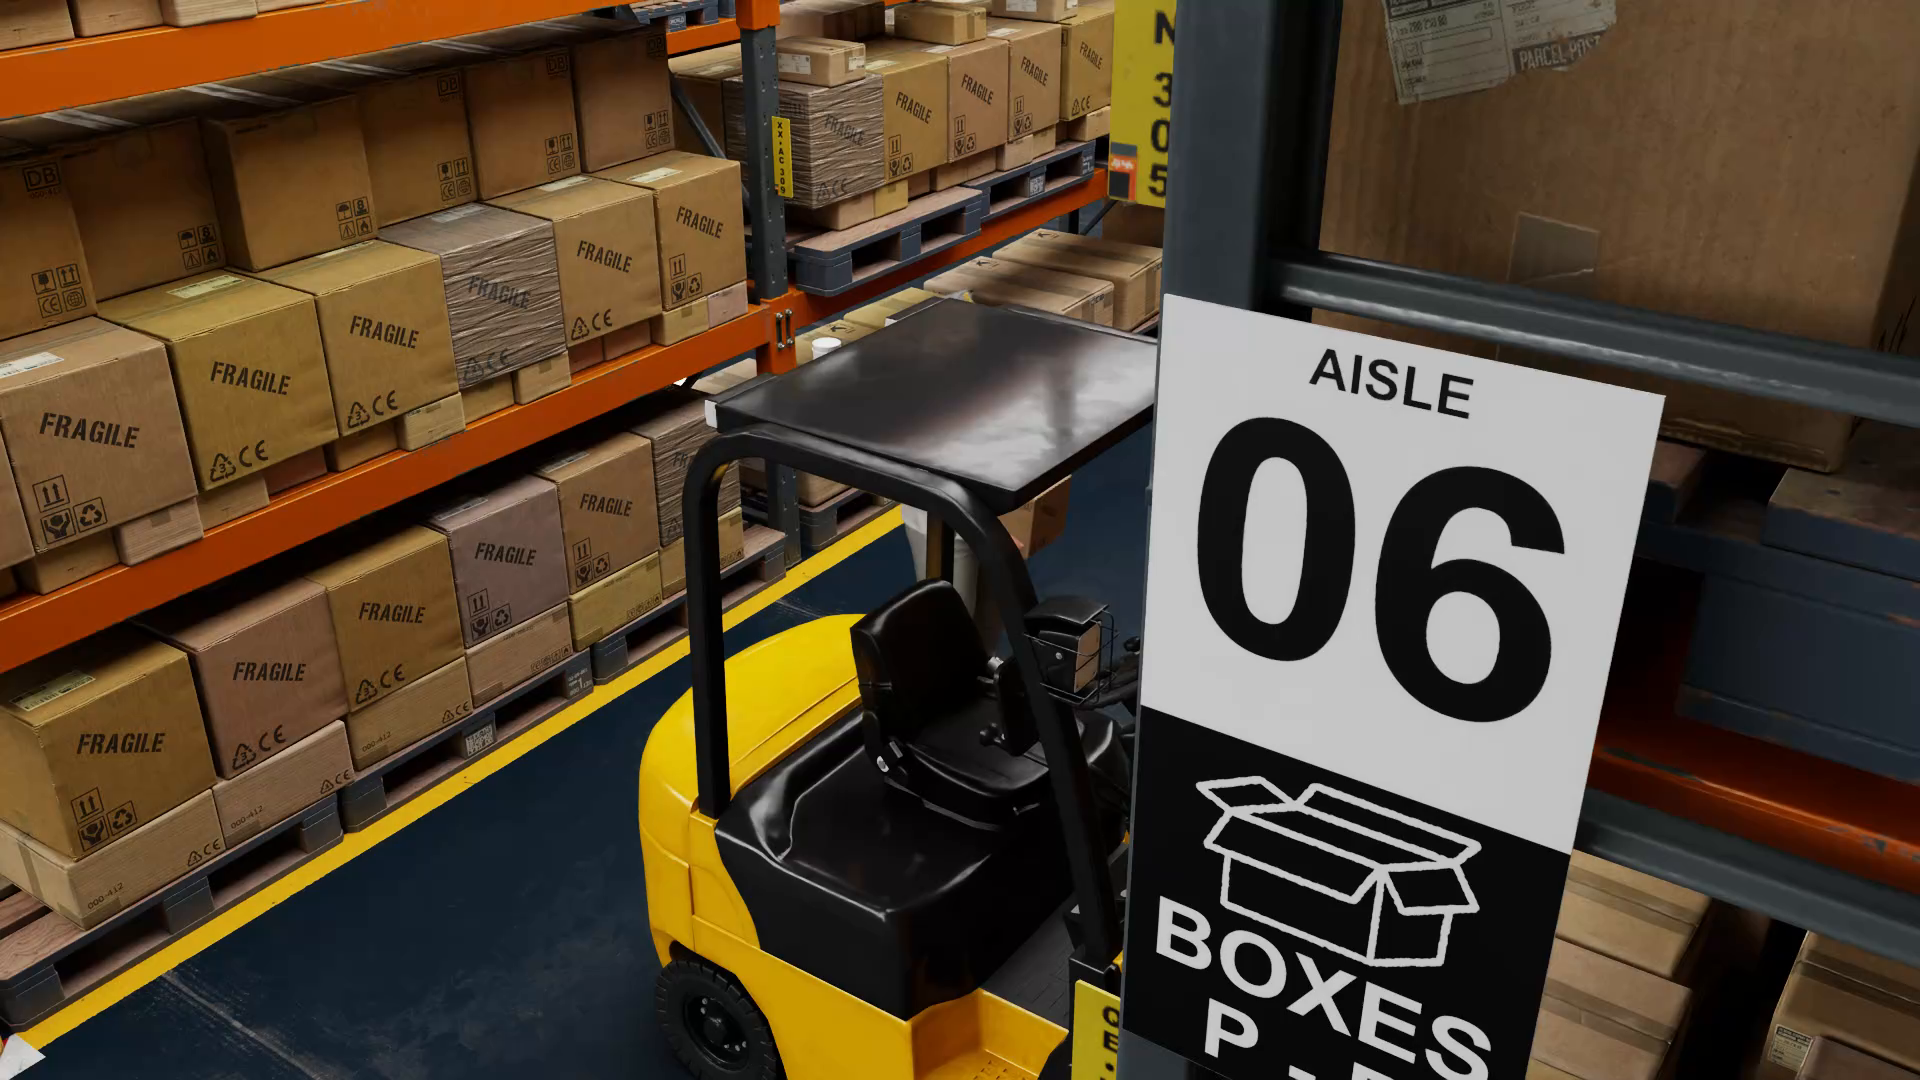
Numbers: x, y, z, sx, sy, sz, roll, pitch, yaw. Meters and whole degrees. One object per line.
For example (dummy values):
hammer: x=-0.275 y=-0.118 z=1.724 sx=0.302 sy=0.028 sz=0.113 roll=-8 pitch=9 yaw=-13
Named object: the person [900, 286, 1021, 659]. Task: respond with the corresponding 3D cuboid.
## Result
person: x=0.071 y=-0.072 z=6.218 sx=0.562 sy=1.778 sz=0.501 roll=17 pitch=31 yaw=30
